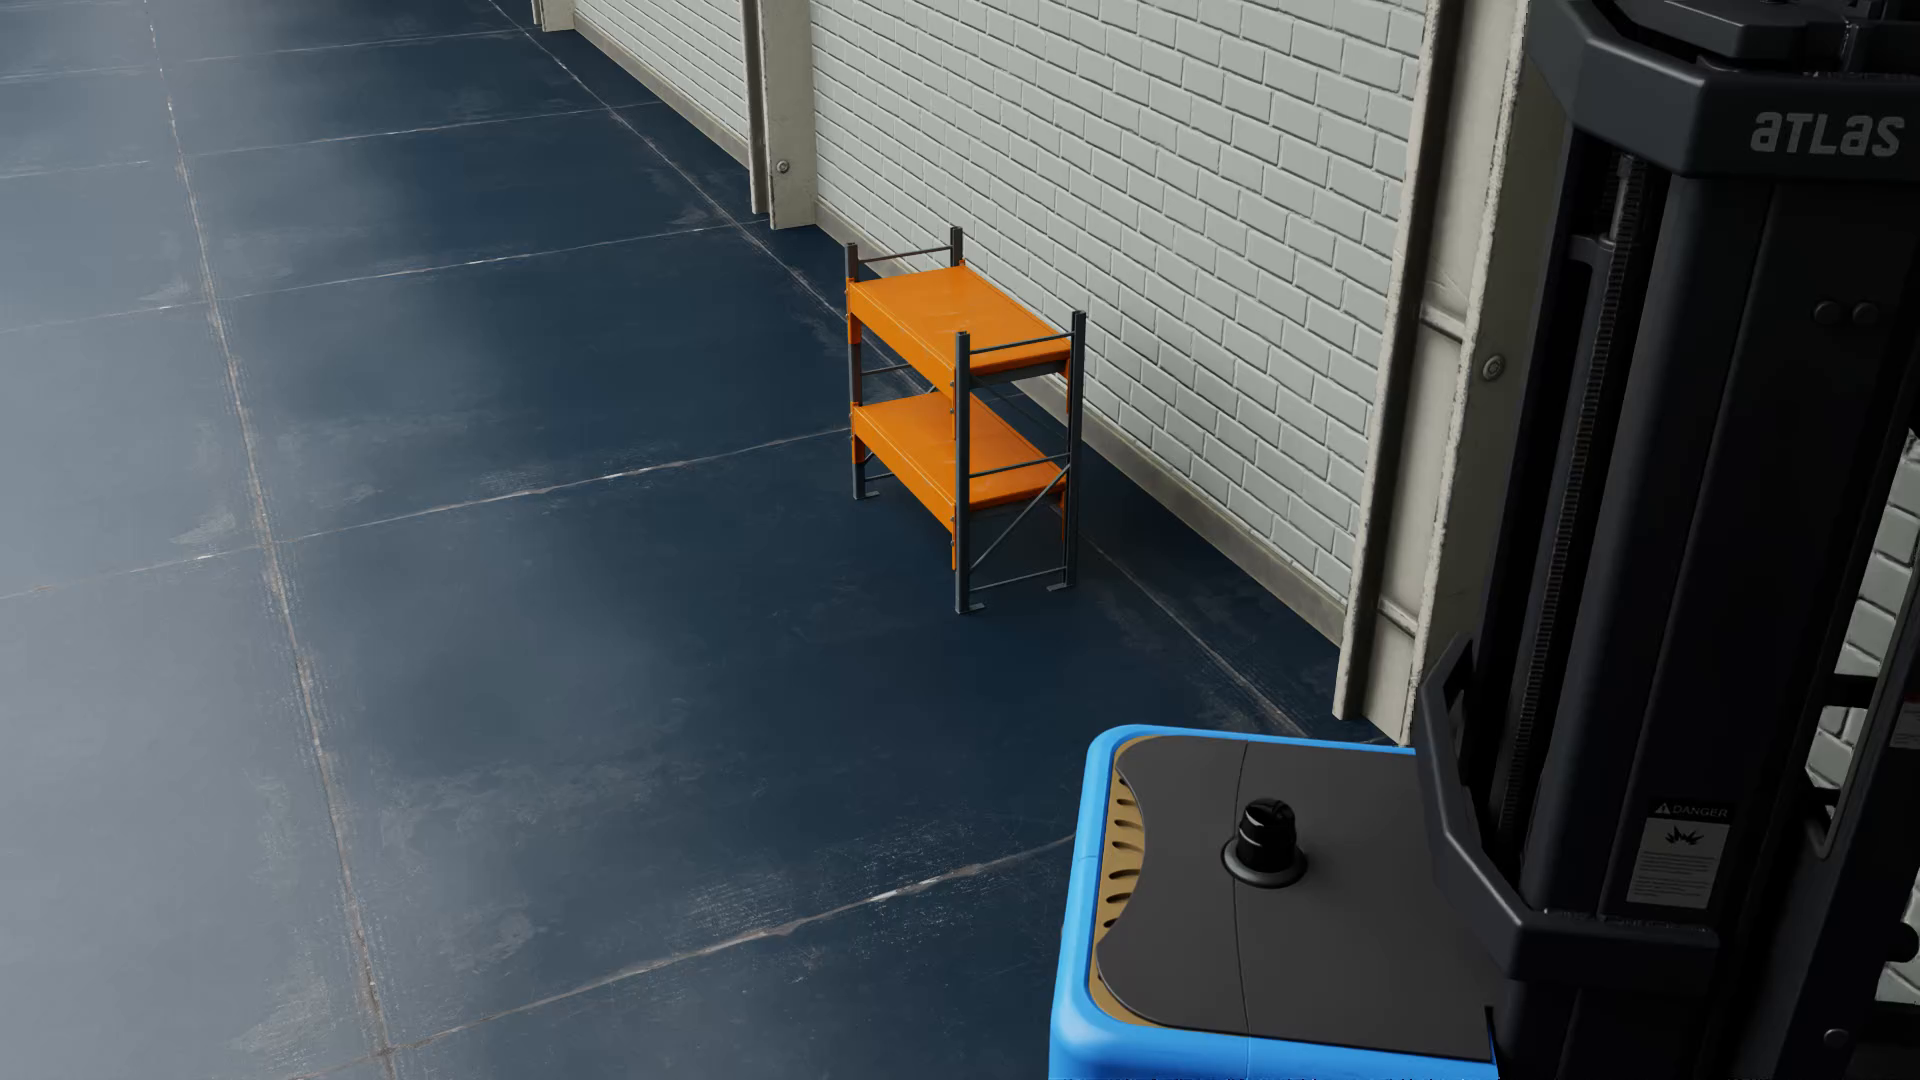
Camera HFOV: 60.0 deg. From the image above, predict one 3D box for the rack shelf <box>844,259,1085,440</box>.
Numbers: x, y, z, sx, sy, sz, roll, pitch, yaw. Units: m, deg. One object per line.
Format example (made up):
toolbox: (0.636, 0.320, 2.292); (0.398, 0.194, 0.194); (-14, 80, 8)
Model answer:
rack shelf: (-0.003, -0.749, 6.337); (0.538, 0.278, 1.000); (-13, 32, -22)

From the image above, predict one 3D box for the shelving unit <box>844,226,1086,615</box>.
shelving unit: (-0.003, -0.494, 6.480); (0.538, 1.125, 1.048); (-13, 32, -22)

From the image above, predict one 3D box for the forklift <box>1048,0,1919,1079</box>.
forklift: (1.715, 0.410, 3.021); (3.031, 2.935, 1.130); (4, 30, 7)

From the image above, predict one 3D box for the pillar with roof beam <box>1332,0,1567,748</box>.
pillar with roof beam: (-2.393, -2.377, 1.788); (9.100, 9.000, 0.400); (-13, 32, -22)

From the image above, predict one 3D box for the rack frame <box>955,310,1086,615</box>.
rack frame: (0.215, -0.269, 6.080); (0.500, 1.125, 0.032); (-13, 32, -22)

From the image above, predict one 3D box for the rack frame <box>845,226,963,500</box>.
rack frame: (-0.221, -0.718, 6.881); (0.500, 1.125, 0.032); (-13, 32, -22)

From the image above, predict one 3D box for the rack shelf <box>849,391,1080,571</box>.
rack shelf: (-0.003, -0.280, 6.600); (0.538, 0.278, 1.000); (-13, 32, -22)

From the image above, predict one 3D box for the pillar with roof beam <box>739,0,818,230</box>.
pillar with roof beam: (-4.969, -5.027, 6.515); (9.100, 9.000, 0.400); (-13, 32, -22)

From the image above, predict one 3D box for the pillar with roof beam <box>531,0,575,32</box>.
pillar with roof beam: (-7.545, -7.678, 11.241); (9.100, 9.000, 0.400); (-13, 32, -22)
